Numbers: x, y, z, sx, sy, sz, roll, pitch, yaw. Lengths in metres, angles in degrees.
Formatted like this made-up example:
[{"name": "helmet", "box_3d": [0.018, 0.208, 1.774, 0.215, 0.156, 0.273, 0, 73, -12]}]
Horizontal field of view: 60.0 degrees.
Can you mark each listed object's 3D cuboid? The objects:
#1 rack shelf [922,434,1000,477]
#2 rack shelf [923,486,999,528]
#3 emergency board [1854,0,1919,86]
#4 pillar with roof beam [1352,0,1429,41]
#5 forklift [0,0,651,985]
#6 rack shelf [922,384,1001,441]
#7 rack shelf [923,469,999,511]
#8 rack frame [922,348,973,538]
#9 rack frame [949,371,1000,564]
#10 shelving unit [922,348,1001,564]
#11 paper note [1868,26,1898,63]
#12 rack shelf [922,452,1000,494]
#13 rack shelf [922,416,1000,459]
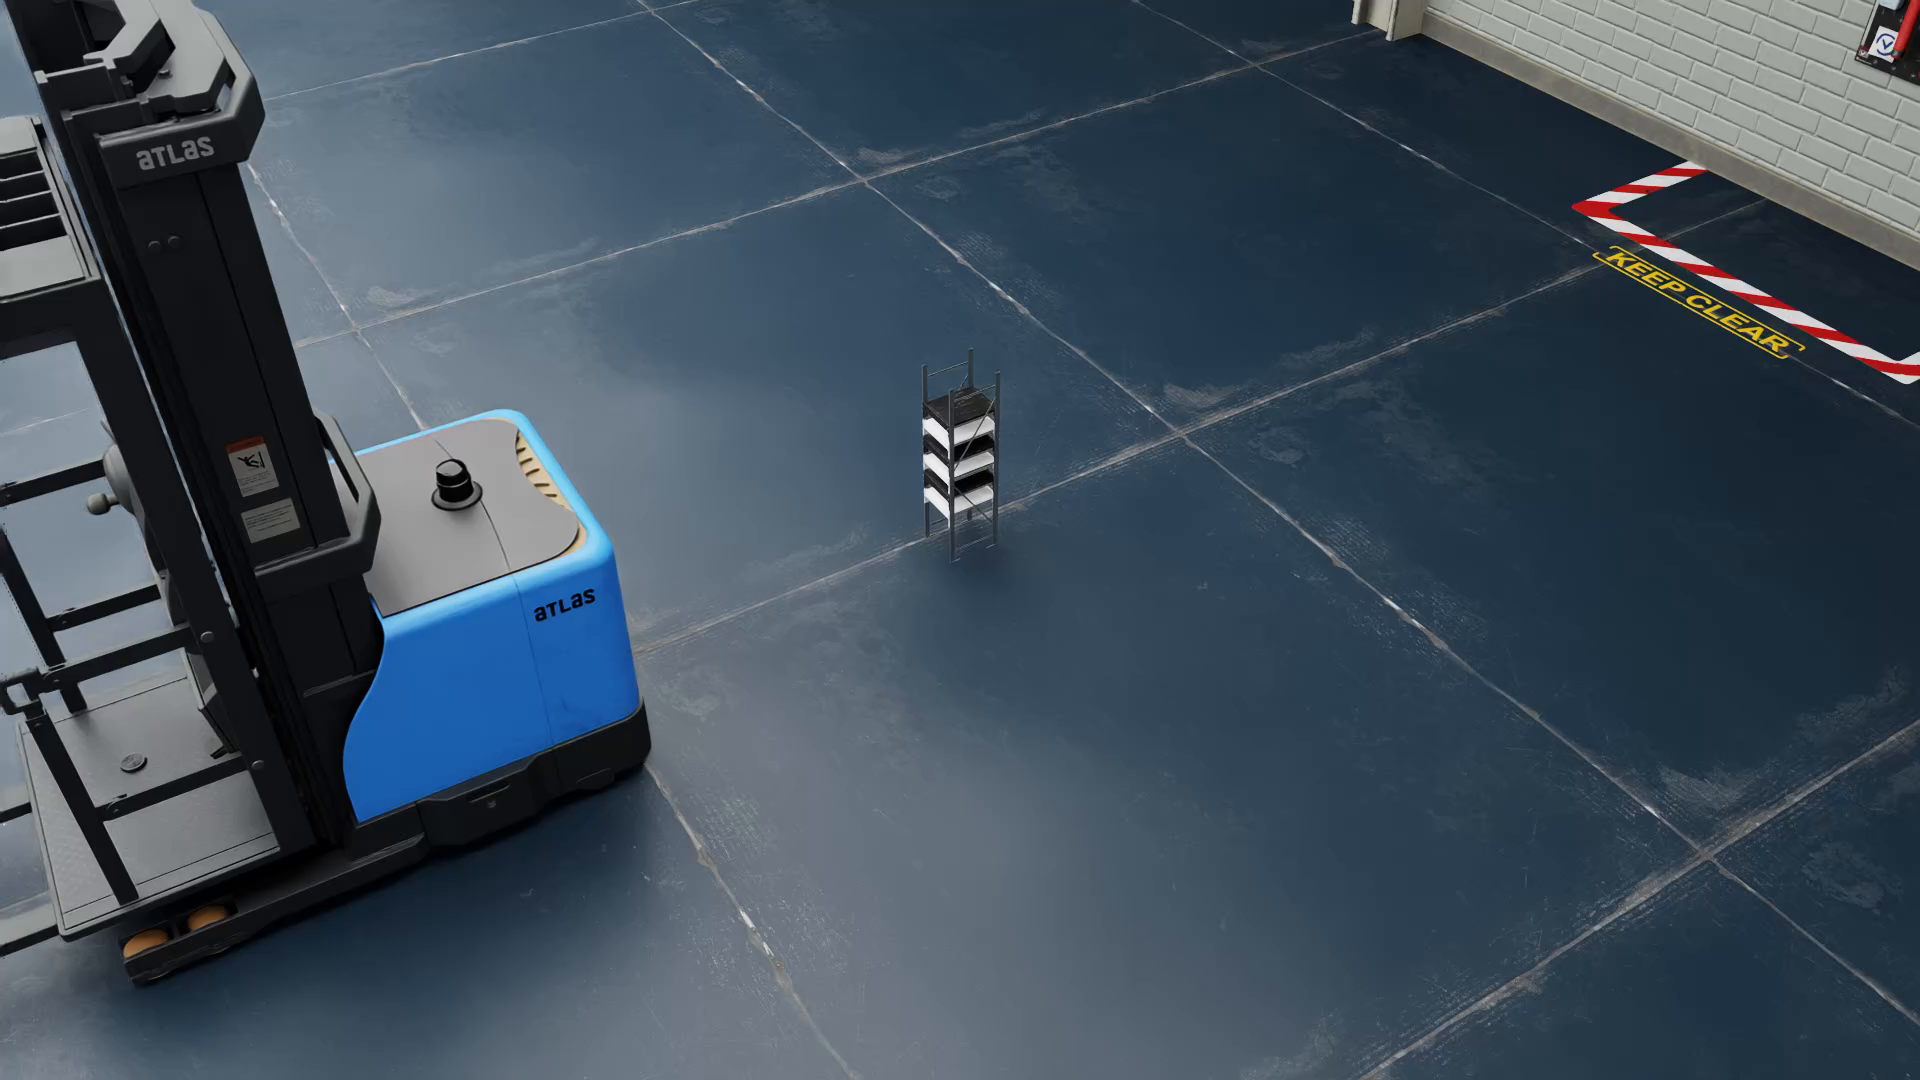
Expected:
[{"name": "rack shelf", "box_3d": [0.004, -0.385, 6.920, 0.258, 0.077, 0.200, -22, 45, -24]}, {"name": "rack shelf", "box_3d": [0.004, -0.177, 7.093, 0.258, 0.077, 0.200, -22, 45, -24]}, {"name": "emergency board", "box_3d": [4.888, -2.817, 8.287, 0.194, 1.169, 0.643, -22, 45, -24]}, {"name": "pillar with roof beam", "box_3d": [-0.671, -5.531, 6.858, 9.100, 9.000, 0.400, -22, 45, -24]}, {"name": "forklift", "box_3d": [-2.683, -0.062, 5.035, 3.031, 2.935, 1.130, -21, 44, -23]}, {"name": "rack shelf", "box_3d": [0.004, -0.523, 6.805, 0.258, 0.077, 0.200, -22, 45, -24]}, {"name": "rack shelf", "box_3d": [0.004, -0.247, 7.036, 0.258, 0.077, 0.200, -22, 45, -24]}, {"name": "rack frame", "box_3d": [-0.050, -0.396, 7.023, 0.240, 0.900, 0.006, -22, 45, -24]}, {"name": "rack frame", "box_3d": [0.059, -0.286, 6.891, 0.240, 0.900, 0.006, -22, 45, -24]}, {"name": "shelving unit", "box_3d": [0.004, -0.341, 6.957, 0.258, 0.900, 0.210, -22, 45, -24]}, {"name": "paper note", "box_3d": [4.851, -2.598, 8.713, 0.016, 0.148, 0.142, -22, 45, -24]}, {"name": "rack shelf", "box_3d": [0.004, -0.316, 6.978, 0.258, 0.077, 0.200, -22, 45, -24]}, {"name": "rack shelf", "box_3d": [0.004, -0.454, 6.863, 0.258, 0.077, 0.200, -22, 45, -24]}]
